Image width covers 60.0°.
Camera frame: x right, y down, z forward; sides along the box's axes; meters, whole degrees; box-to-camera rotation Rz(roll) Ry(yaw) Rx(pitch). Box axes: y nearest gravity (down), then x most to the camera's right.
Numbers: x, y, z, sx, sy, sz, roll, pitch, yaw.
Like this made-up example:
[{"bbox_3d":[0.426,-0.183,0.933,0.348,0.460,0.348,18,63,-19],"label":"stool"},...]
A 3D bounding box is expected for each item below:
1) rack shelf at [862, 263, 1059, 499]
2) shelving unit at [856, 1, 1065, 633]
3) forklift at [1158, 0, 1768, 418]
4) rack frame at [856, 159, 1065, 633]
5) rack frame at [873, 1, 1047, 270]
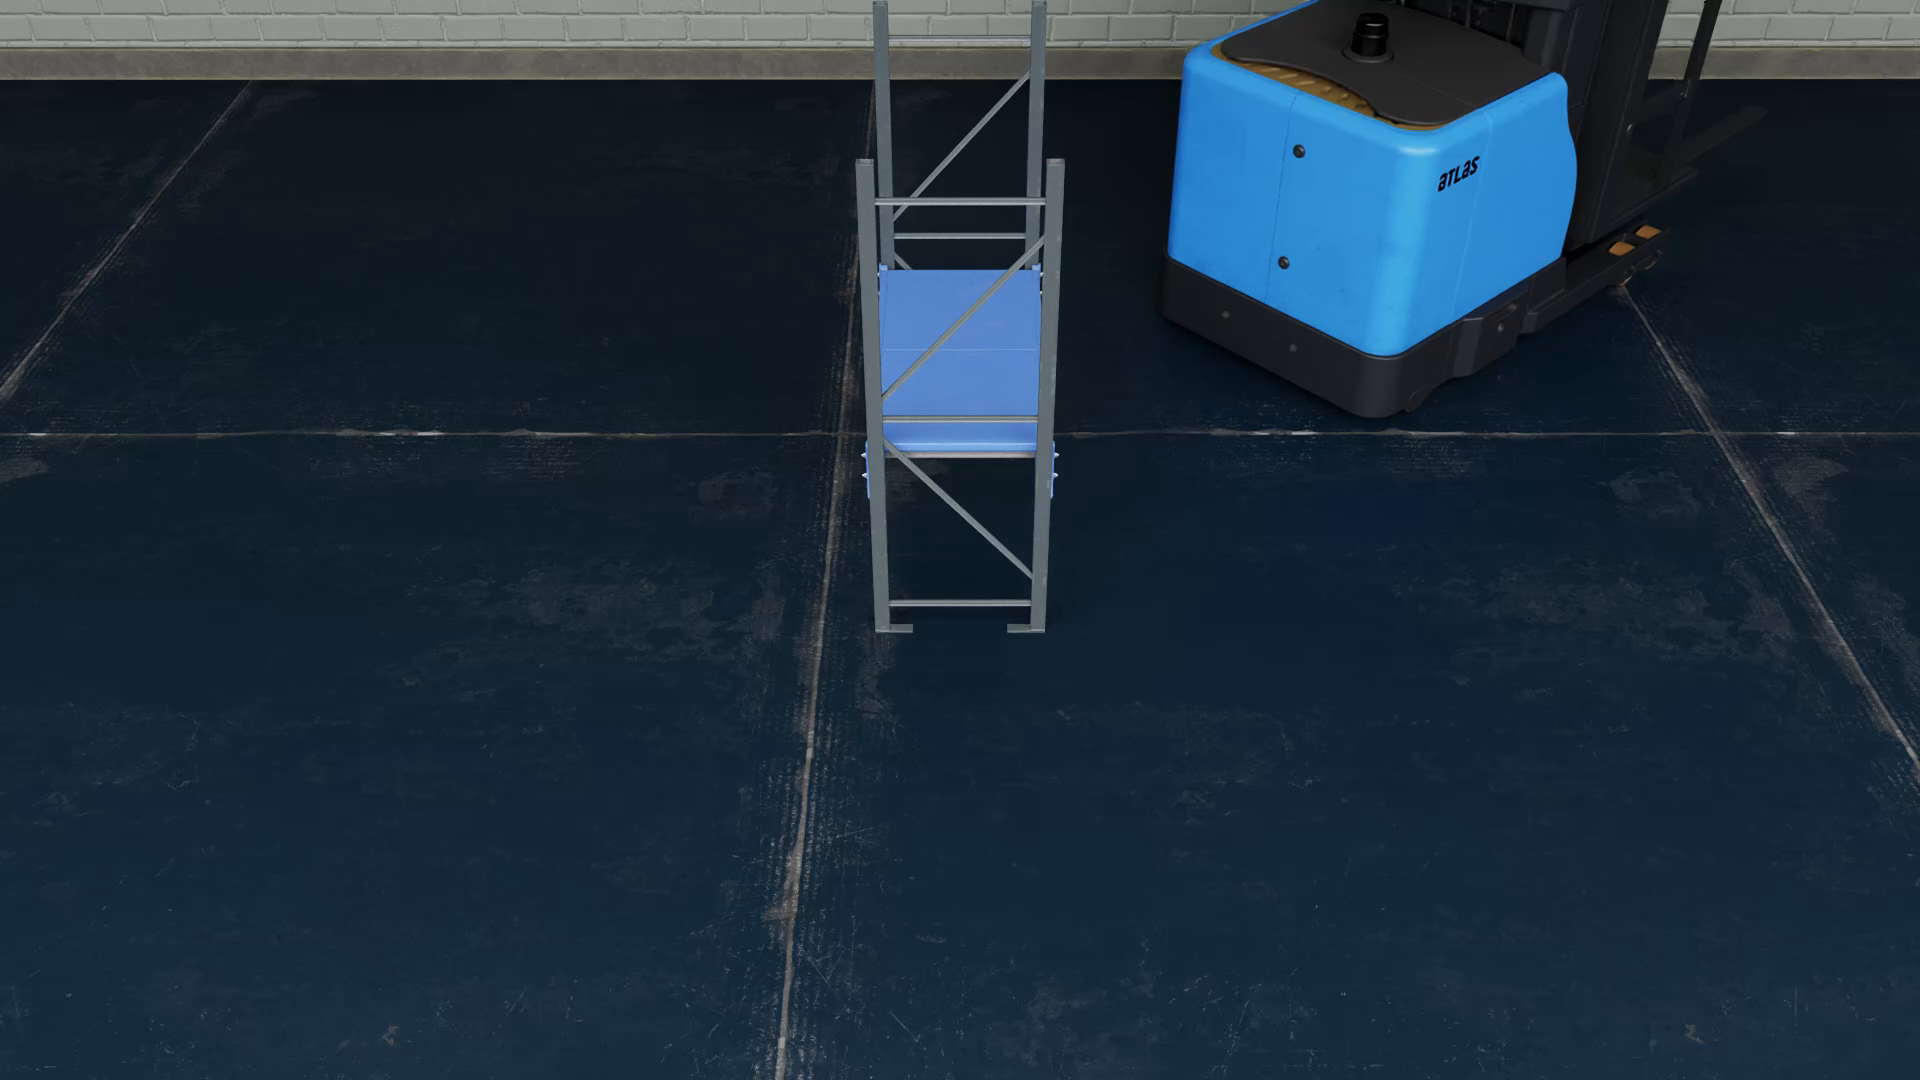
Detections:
[{"bbox_3d":[0.000,-0.498,4.960,0.538,0.185,1.000,0,39,0],"label":"rack shelf"},{"bbox_3d":[0.000,-0.639,4.848,0.538,1.500,1.048,0,39,0],"label":"shelving unit"},{"bbox_3d":[2.168,-2.354,5.843,3.031,2.935,1.130,-30,47,-32],"label":"forklift"},{"bbox_3d":[0.000,-0.321,4.451,0.500,1.500,0.032,0,39,0],"label":"rack frame"},{"bbox_3d":[-0.001,-0.956,5.244,0.500,1.500,0.032,0,39,0],"label":"rack frame"}]
